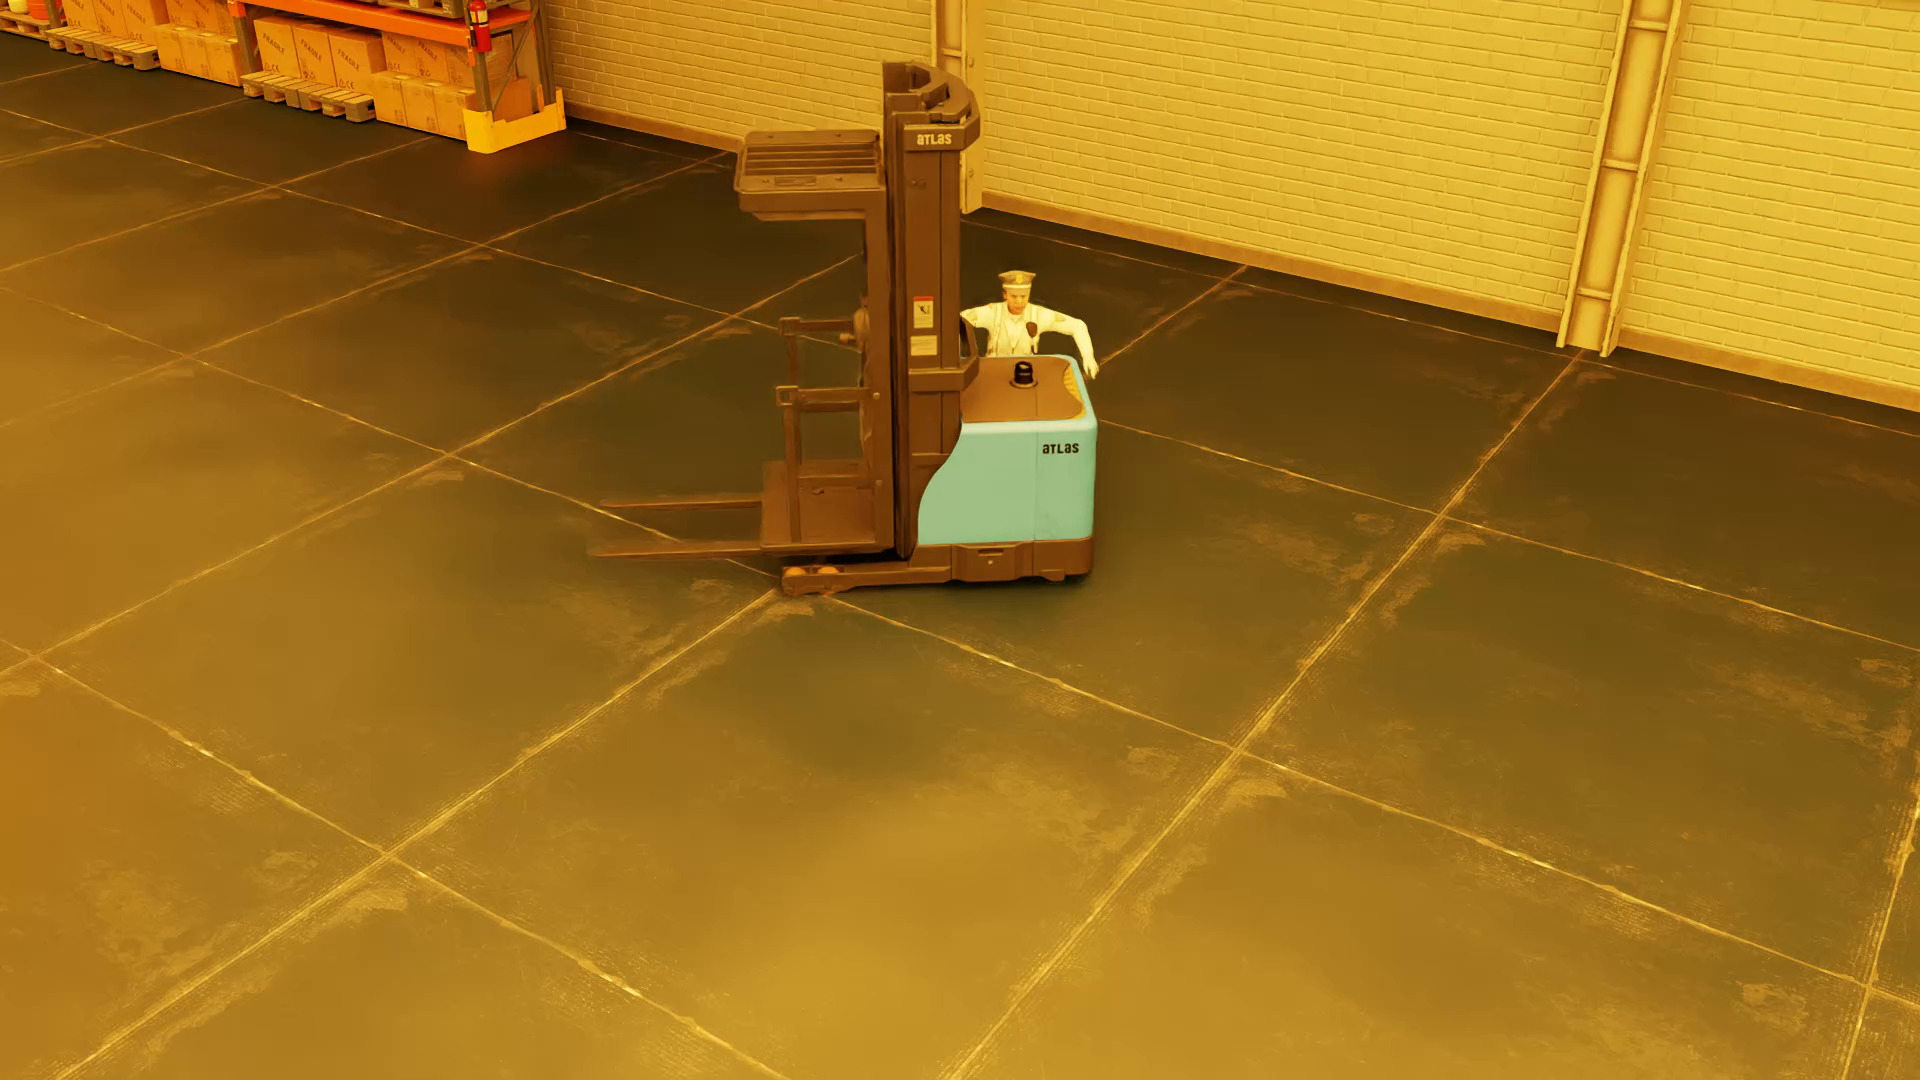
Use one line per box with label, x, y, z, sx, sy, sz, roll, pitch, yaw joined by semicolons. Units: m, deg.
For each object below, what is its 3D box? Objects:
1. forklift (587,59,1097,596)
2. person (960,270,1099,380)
forklift;-0.737;-1.208;9.662;3.031;2.935;1.130;-2;30;-4
person;0.384;-0.935;10.580;0.991;1.524;0.767;-1;30;-1
